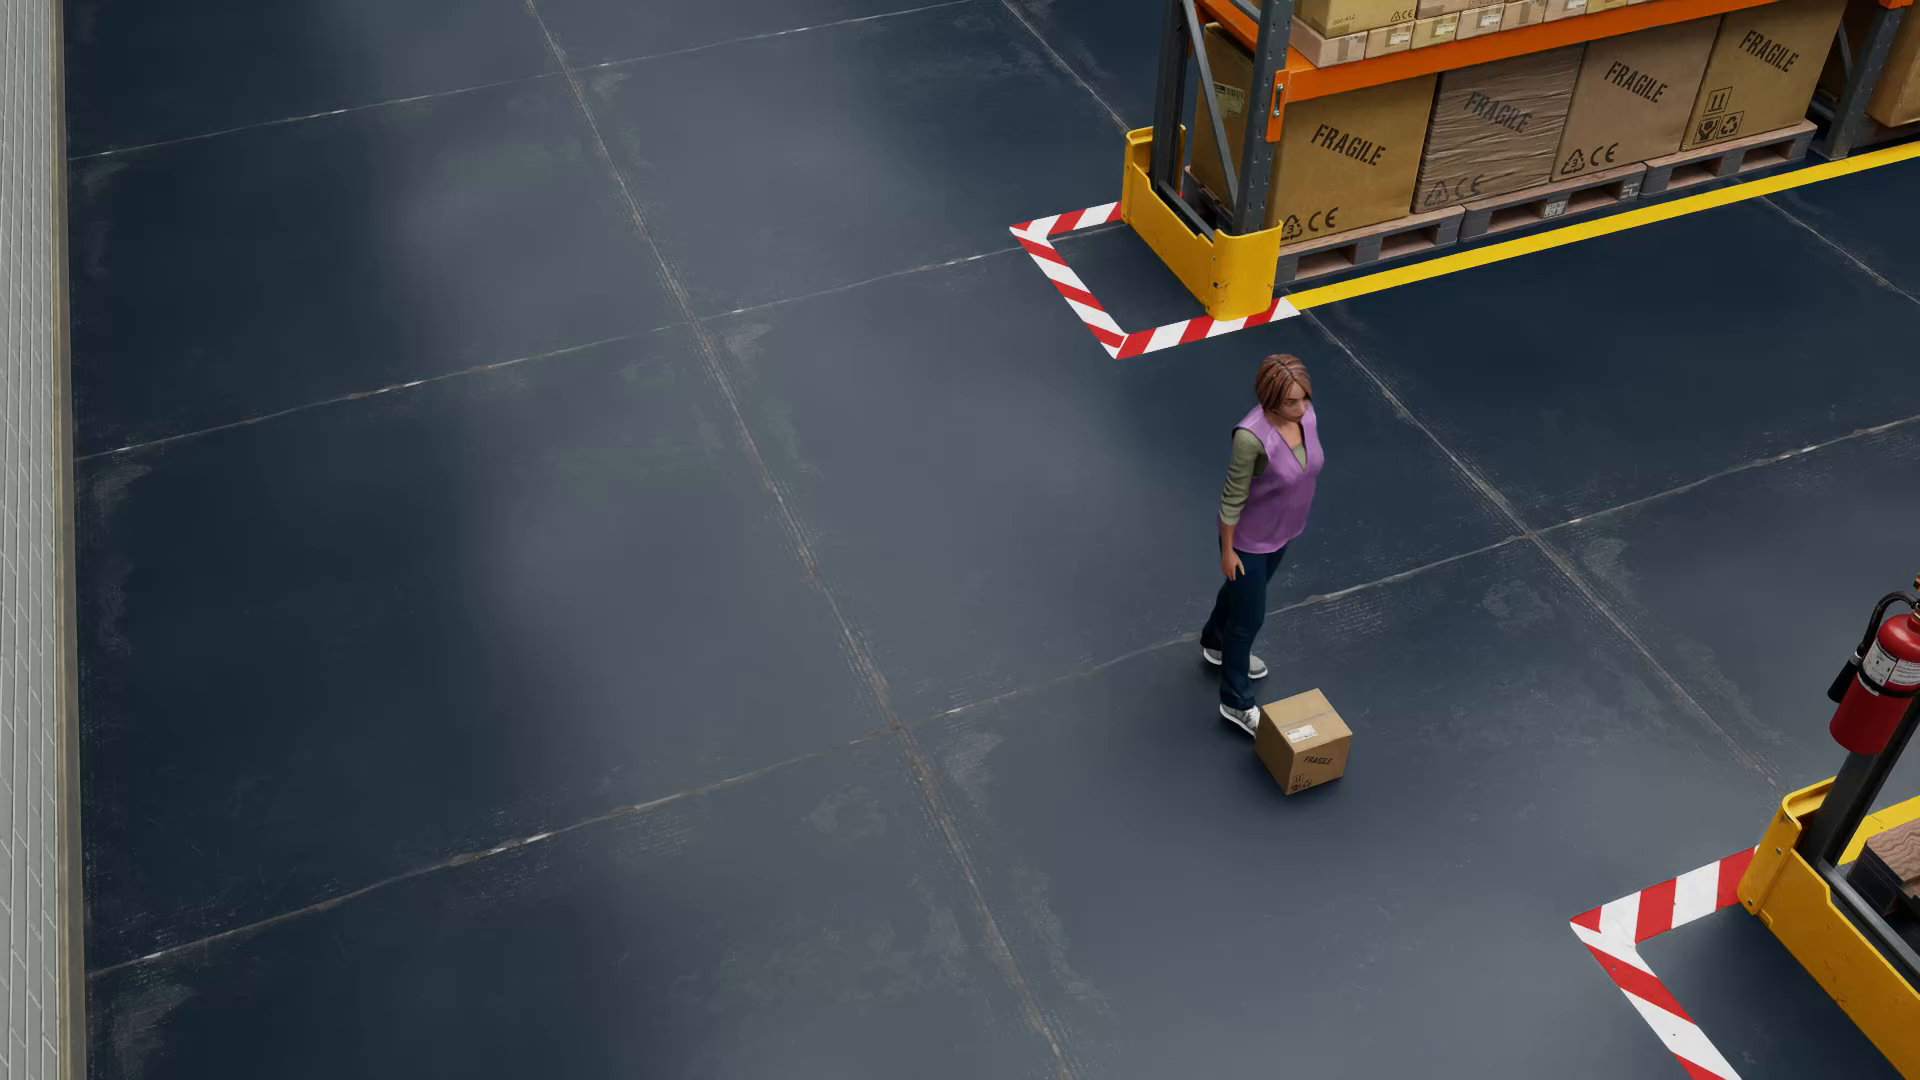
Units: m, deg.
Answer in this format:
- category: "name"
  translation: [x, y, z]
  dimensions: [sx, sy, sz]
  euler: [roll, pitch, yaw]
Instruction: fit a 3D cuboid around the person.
- category: "person"
  translation: [1.162, 0.002, 6.151]
  dimensions: [0.437, 1.601, 0.522]
  euler: [-33, 52, -31]
